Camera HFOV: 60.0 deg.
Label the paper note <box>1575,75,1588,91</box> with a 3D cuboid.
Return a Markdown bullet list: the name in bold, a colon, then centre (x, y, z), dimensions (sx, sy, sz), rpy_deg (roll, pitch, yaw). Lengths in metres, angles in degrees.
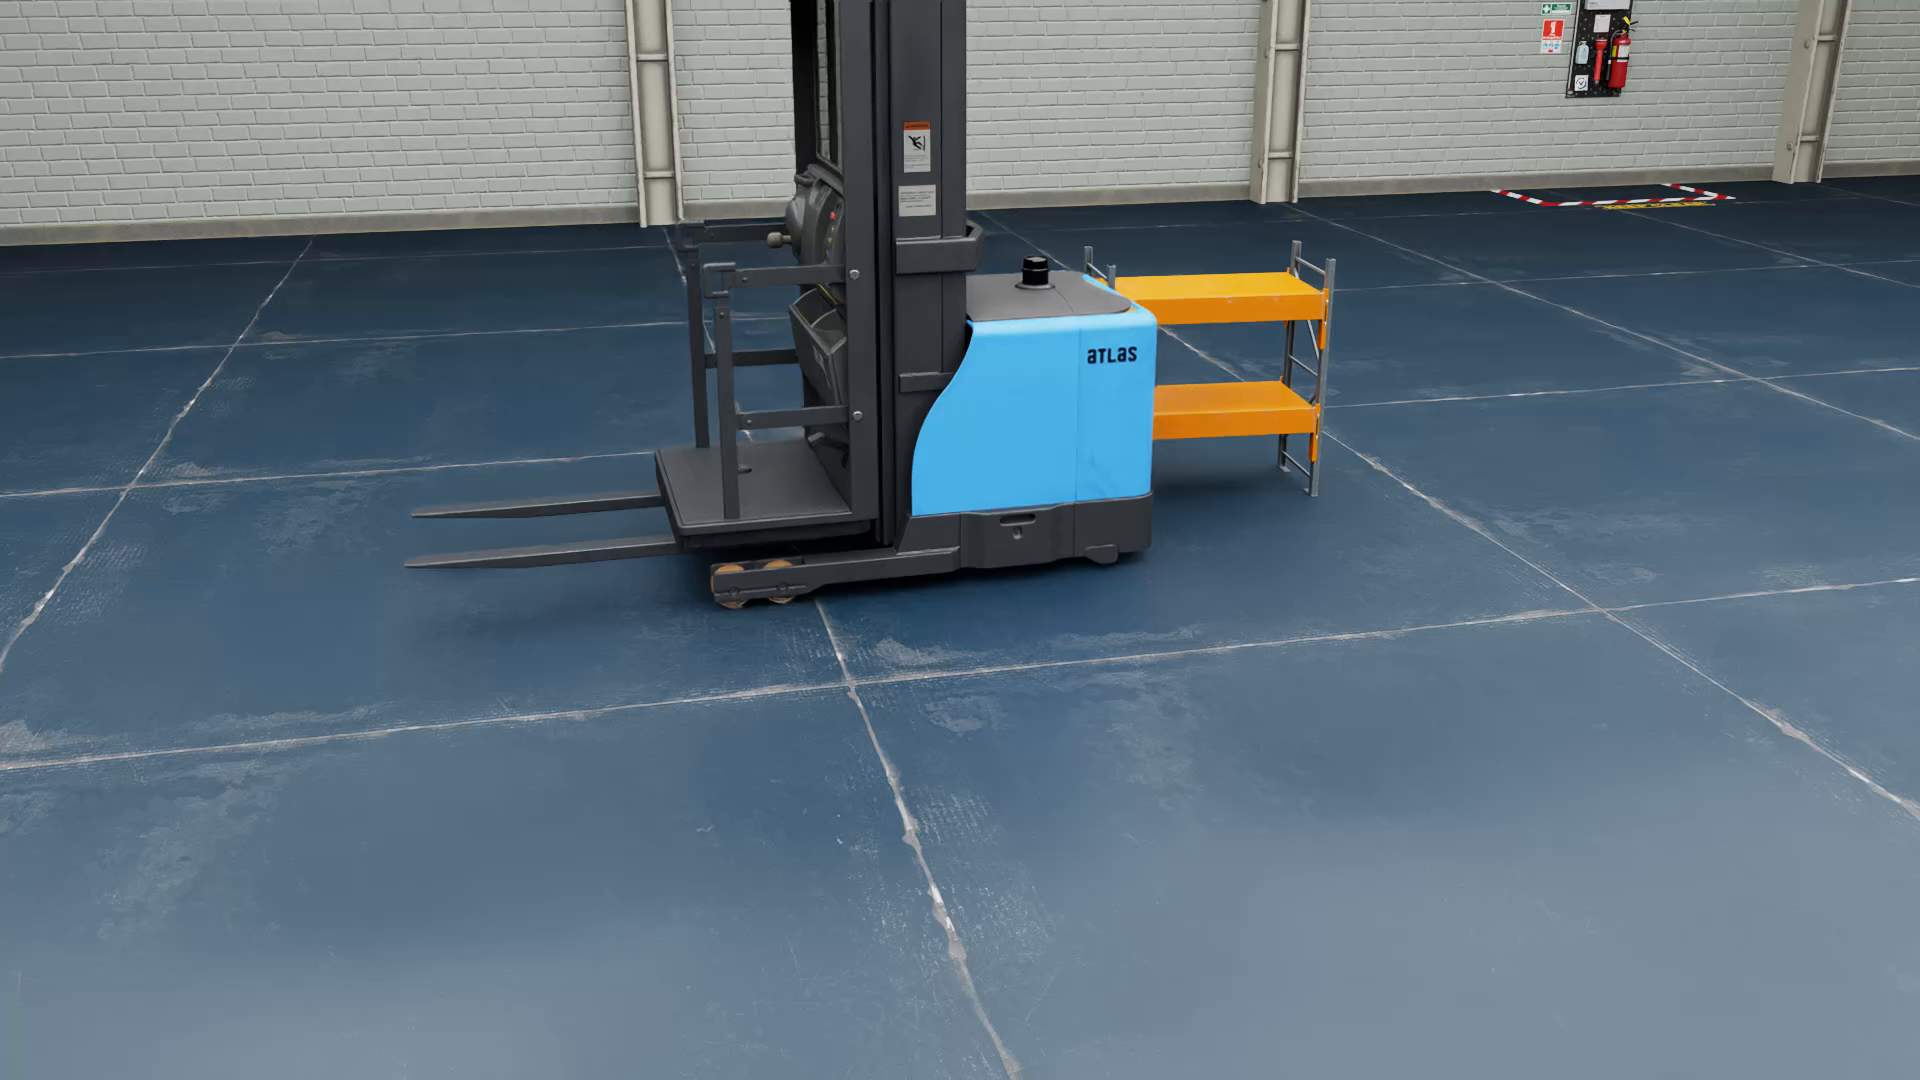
- **paper note**: centre (6.345, -4.666, 16.972), dimensions (0.142, 0.148, 0.016), rpy_deg (-5, 21, -12)

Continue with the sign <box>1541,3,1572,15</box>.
- **sign**: centre (5.978, -5.324, 16.666), dimensions (0.331, 0.109, 0.001), rpy_deg (-5, 21, -12)

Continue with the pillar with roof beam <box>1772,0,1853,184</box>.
- **pillar with roof beam**: centre (9.937, -6.629, 12.329), dimensions (0.400, 9.000, 9.100), rpy_deg (-5, 21, -12)

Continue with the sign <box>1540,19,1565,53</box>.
- **sign**: centre (5.971, -5.078, 16.765), dimensions (0.234, 0.329, 0.001), rpy_deg (-5, 21, -12)

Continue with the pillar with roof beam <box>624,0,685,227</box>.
- **pillar with roof beam**: centre (-1.741, -5.680, 9.737), dimensions (0.400, 9.000, 9.100), rpy_deg (-5, 21, -12)

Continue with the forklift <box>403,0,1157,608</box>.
- **forklift**: centre (-0.761, -1.310, 6.629), dimensions (3.031, 2.935, 1.130), rpy_deg (-5, 21, -14)

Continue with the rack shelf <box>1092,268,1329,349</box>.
- **rack shelf**: centre (1.138, -1.065, 7.736), dimensions (1.000, 0.278, 0.538), rpy_deg (-3, 20, -8)

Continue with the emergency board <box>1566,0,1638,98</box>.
- **emergency board**: centre (6.533, -5.071, 16.796), dimensions (0.643, 1.169, 0.194), rpy_deg (-5, 21, -12)

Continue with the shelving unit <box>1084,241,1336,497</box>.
- **shelving unit**: centre (1.138, -0.790, 7.837), dimensions (1.048, 1.125, 0.538), rpy_deg (-3, 20, -8)

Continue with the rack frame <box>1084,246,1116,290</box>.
- **rack frame**: centre (0.635, -0.764, 7.765), dimensions (0.032, 1.125, 0.500), rpy_deg (-3, 20, -8)

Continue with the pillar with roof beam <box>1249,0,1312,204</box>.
- **pillar with roof beam**: centre (4.098, -6.154, 11.033), dimensions (0.400, 9.000, 9.100), rpy_deg (-5, 21, -12)

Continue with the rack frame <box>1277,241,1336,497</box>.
- **rack frame**: centre (1.640, -0.817, 7.909), dimensions (0.032, 1.125, 0.500), rpy_deg (-3, 20, -8)

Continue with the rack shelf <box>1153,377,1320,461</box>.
- **rack shelf**: centre (1.138, -0.561, 7.921), dimensions (1.000, 0.278, 0.538), rpy_deg (-3, 20, -8)
